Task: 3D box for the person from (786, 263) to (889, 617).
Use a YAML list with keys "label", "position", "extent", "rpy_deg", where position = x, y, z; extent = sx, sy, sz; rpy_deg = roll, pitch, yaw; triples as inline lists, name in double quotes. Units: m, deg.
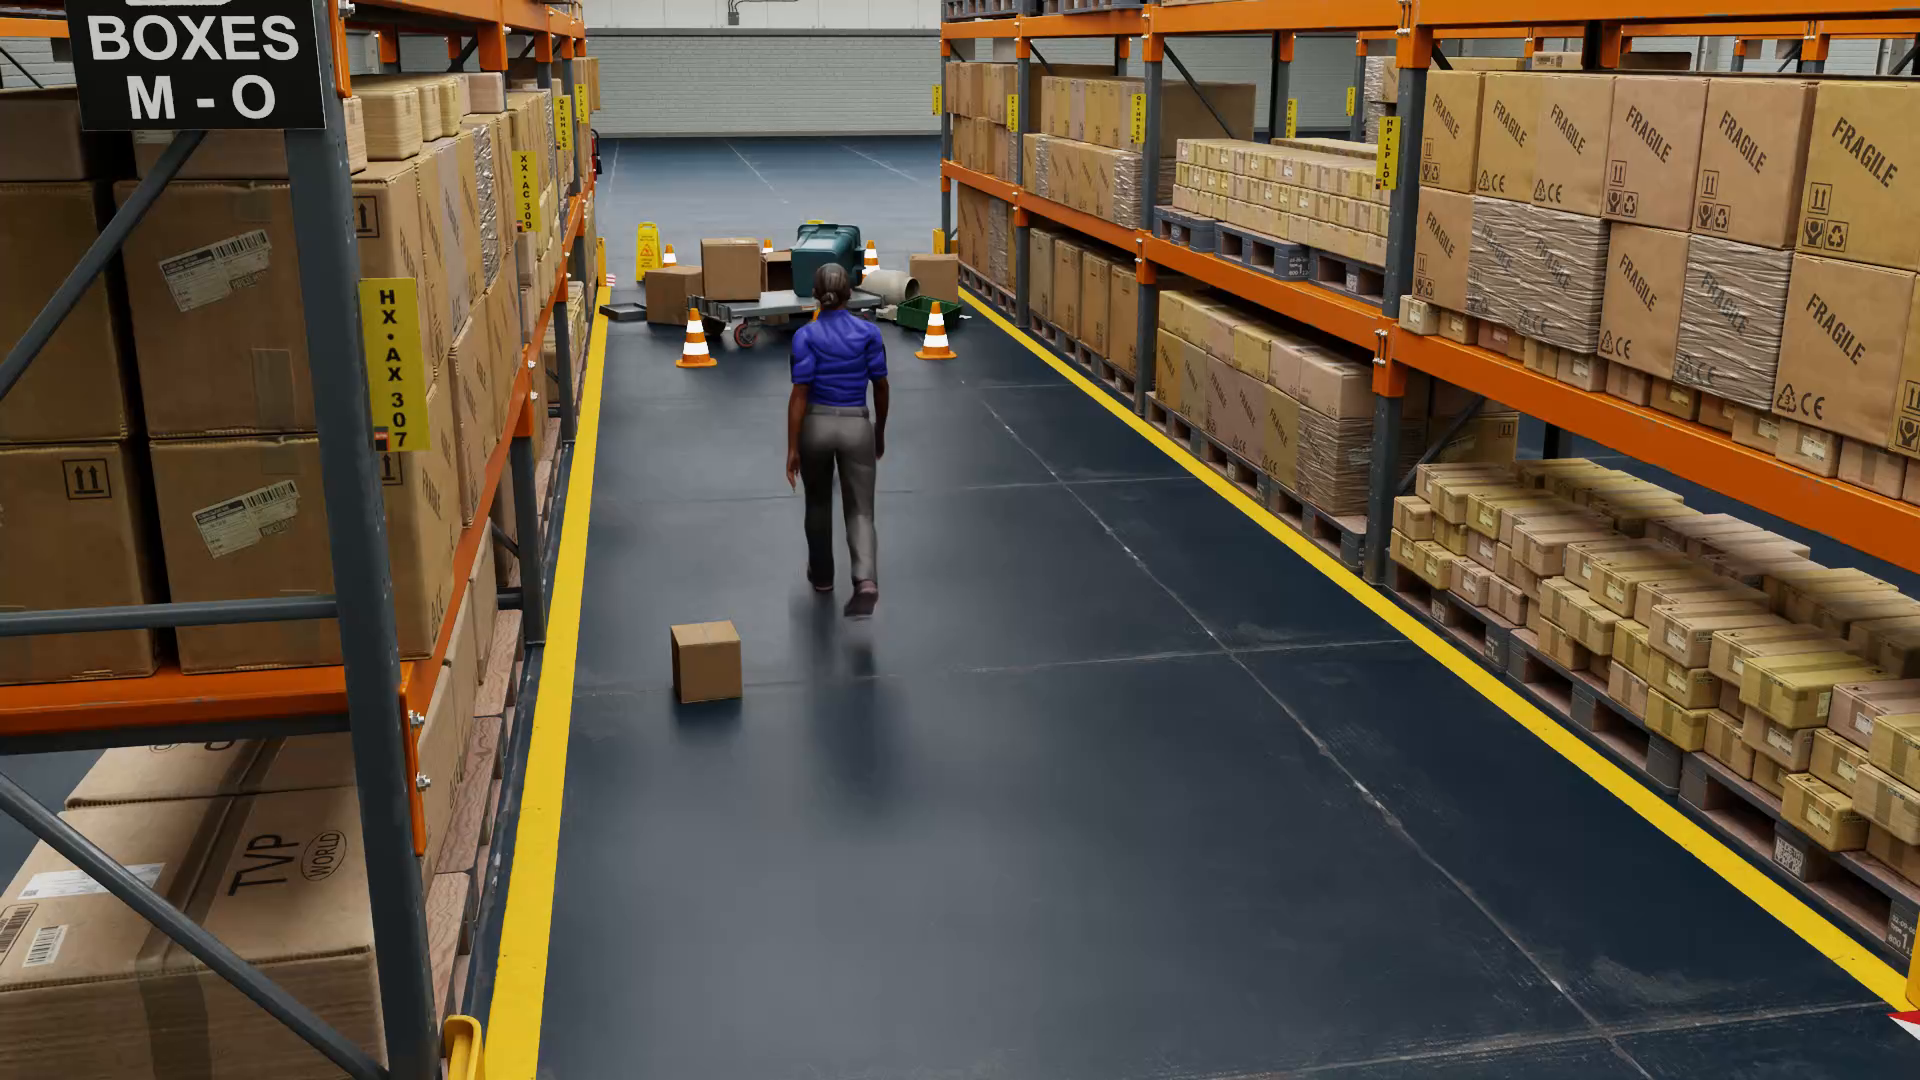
- label: "person"
  position: [-0.556, -0.455, 7.616]
  extent: [0.492, 1.599, 1.001]
  rpy_deg: [-2, 17, -7]
